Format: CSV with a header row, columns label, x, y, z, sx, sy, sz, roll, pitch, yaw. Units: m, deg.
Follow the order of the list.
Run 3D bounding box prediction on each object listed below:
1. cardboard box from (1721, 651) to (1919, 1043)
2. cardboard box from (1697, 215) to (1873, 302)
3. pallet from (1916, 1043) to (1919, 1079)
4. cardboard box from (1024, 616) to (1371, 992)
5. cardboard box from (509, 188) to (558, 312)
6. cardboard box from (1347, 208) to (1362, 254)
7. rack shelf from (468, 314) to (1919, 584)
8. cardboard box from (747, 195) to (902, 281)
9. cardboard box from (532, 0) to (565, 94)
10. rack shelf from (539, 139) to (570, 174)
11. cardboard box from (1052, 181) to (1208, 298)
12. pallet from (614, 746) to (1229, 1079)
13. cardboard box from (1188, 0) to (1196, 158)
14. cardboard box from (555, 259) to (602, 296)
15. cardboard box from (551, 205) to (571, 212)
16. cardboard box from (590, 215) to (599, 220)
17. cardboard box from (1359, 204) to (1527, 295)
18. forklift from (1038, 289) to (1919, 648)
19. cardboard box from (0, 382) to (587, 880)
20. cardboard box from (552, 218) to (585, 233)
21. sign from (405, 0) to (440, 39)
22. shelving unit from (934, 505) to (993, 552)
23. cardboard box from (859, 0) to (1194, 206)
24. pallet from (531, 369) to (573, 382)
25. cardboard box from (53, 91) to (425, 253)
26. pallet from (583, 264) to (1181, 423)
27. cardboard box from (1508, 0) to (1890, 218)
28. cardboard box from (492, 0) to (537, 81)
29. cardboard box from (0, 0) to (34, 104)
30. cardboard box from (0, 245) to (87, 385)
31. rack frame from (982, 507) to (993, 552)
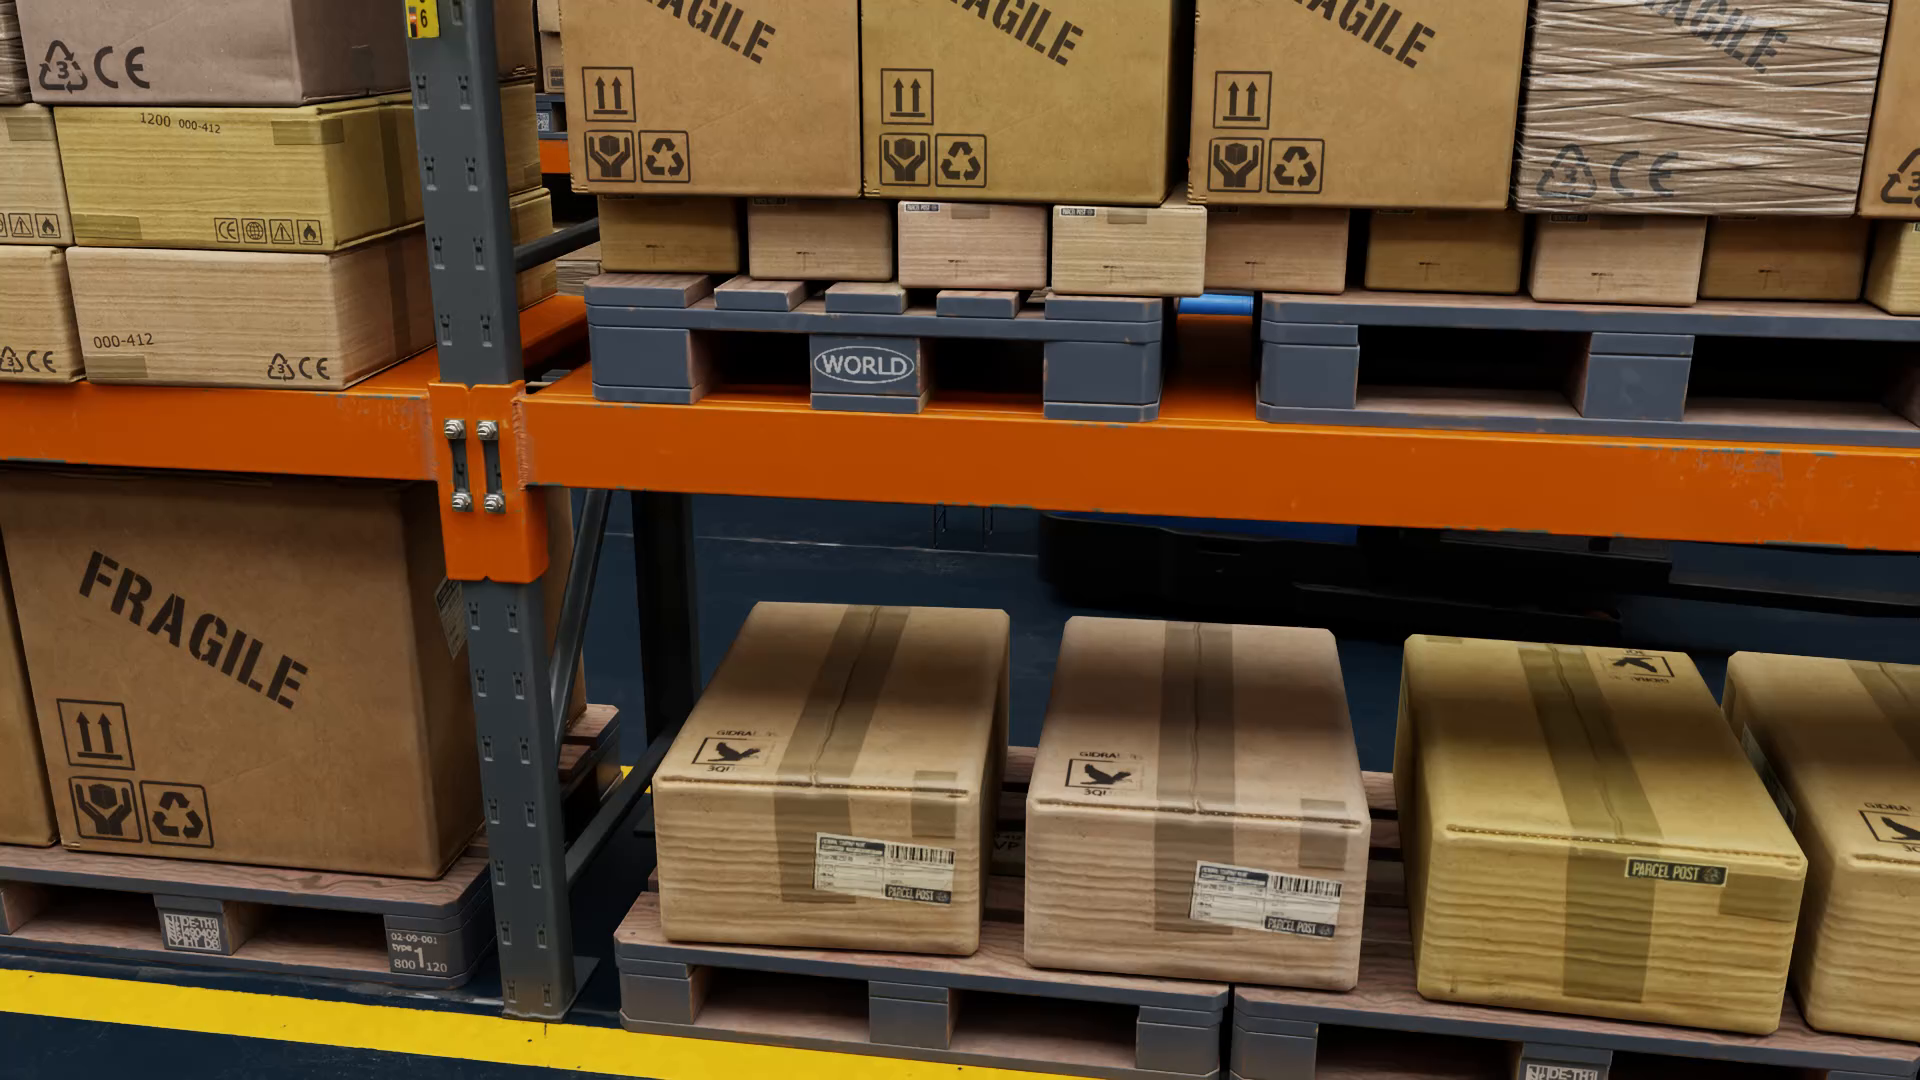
label,x,y,z,sx,sy,sz,roll,pitch,yaw
cardboard box,1.930,0.587,3.300,0.625,0.372,0.950,4,19,12
cardboard box,1.358,-0.520,2.863,0.250,0.149,0.380,2,19,7
pallet,2.390,0.885,3.326,1.213,0.211,1.003,3,19,9
cardboard box,0.496,0.513,3.522,0.625,0.372,0.950,3,19,8
cardboard box,-1.234,-0.633,3.703,0.500,0.250,0.500,3,19,8
cardboard box,0.852,-0.671,3.316,0.250,0.149,0.380,3,19,9
rack shelf,1.184,-0.158,3.183,4.000,0.370,1.077,3,19,9
cardboard box,-0.225,-0.581,3.046,0.250,0.149,0.380,2,19,5
cardboard box,-1.648,-2.428,8.007,0.637,0.503,0.797,2,19,7
rack shelf,-1.981,-1.915,8.433,4.000,0.370,1.077,3,19,9
cardboard box,0.306,-0.532,2.901,0.250,0.149,0.380,3,19,9
pallet,-0.019,0.762,3.693,1.213,0.211,1.003,3,19,9
cardboard box,0.713,-1.004,3.290,0.500,0.500,0.500,2,19,5
cardboard box,-1.984,-1.197,8.432,0.500,0.500,0.500,2,19,7
cardboard box,-2.262,-1.698,8.907,0.250,0.149,0.380,3,19,9
cardboard box,-1.757,-1.649,8.760,0.250,0.149,0.380,3,19,9
cardboard box,0.842,-0.543,2.932,0.250,0.149,0.380,4,19,11
forklift,1.842,-1.193,5.249,3.031,2.935,1.130,6,19,16
cardboard box,-1.459,0.147,3.822,0.875,0.875,0.875,3,19,8
cardboard box,-2.074,-1.526,8.393,0.250,0.149,0.380,3,19,9
sign,-0.875,-0.975,2.666,0.005,0.325,0.100,3,19,9
shelving unit,0.014,-0.568,6.111,0.189,1.200,0.258,3,19,9
cardboard box,0.133,-0.869,2.884,0.500,0.500,0.500,4,19,11
pallet,-1.939,-0.945,8.794,1.213,0.211,1.003,3,19,9
cardboard box,-1.309,-0.711,3.149,0.500,0.250,0.500,3,19,8
pallet,-0.070,-0.507,3.393,1.003,0.211,1.213,3,19,9
cardboard box,1.151,-0.816,2.728,0.500,0.500,0.500,2,19,7
cardboard box,-1.238,-1.223,3.498,0.500,0.500,0.500,2,19,7
cardboard box,-1.850,-1.089,3.098,0.500,0.500,0.500,3,19,10
cardboard box,-1.838,-0.494,3.289,0.500,0.250,0.500,3,19,10
rack frame,0.105,-0.564,6.097,0.006,1.200,0.240,3,19,9
